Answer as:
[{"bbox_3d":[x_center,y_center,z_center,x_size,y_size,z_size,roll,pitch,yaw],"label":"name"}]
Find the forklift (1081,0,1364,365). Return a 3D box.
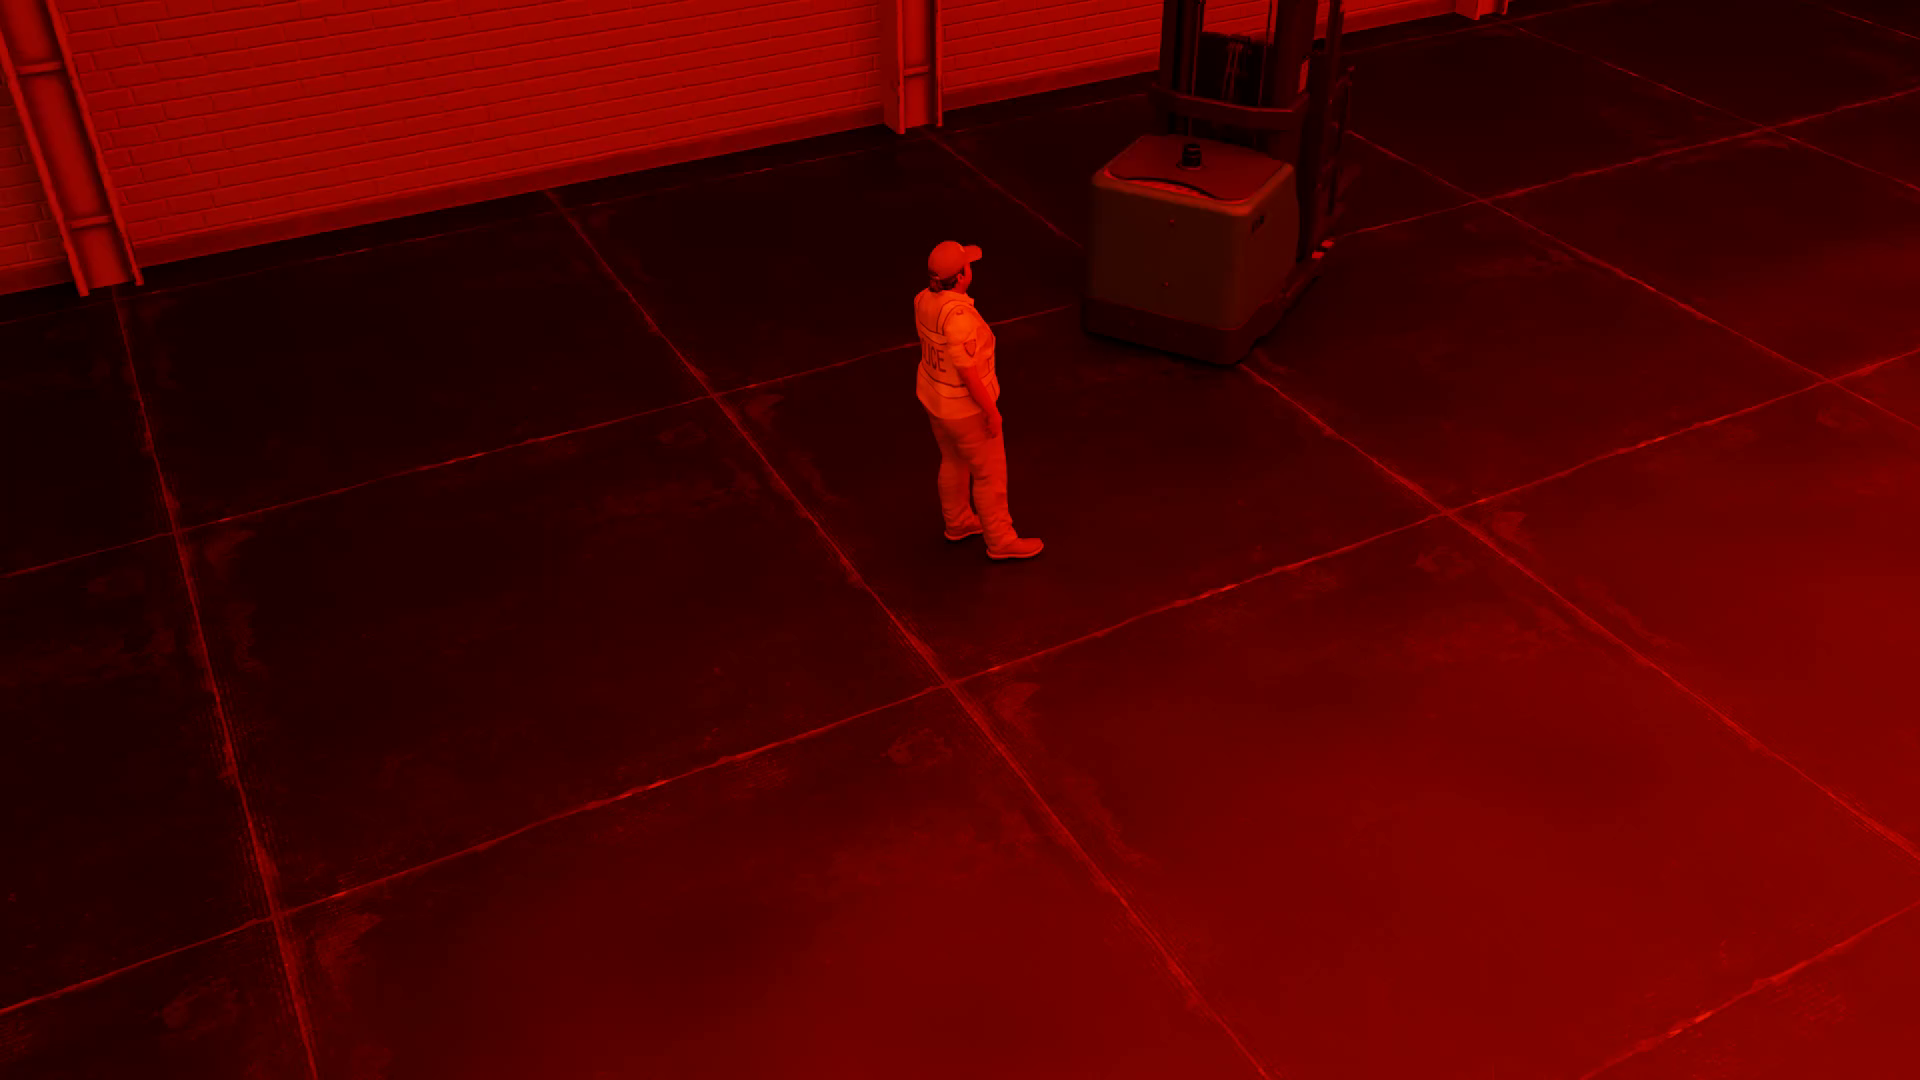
[{"bbox_3d":[1.917,-3.084,10.485,1.130,2.935,3.031,18,39,23],"label":"forklift"}]

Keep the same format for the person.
[{"bbox_3d":[0.078,-0.696,8.190,0.529,1.670,0.599,-17,39,-23],"label":"person"}]
